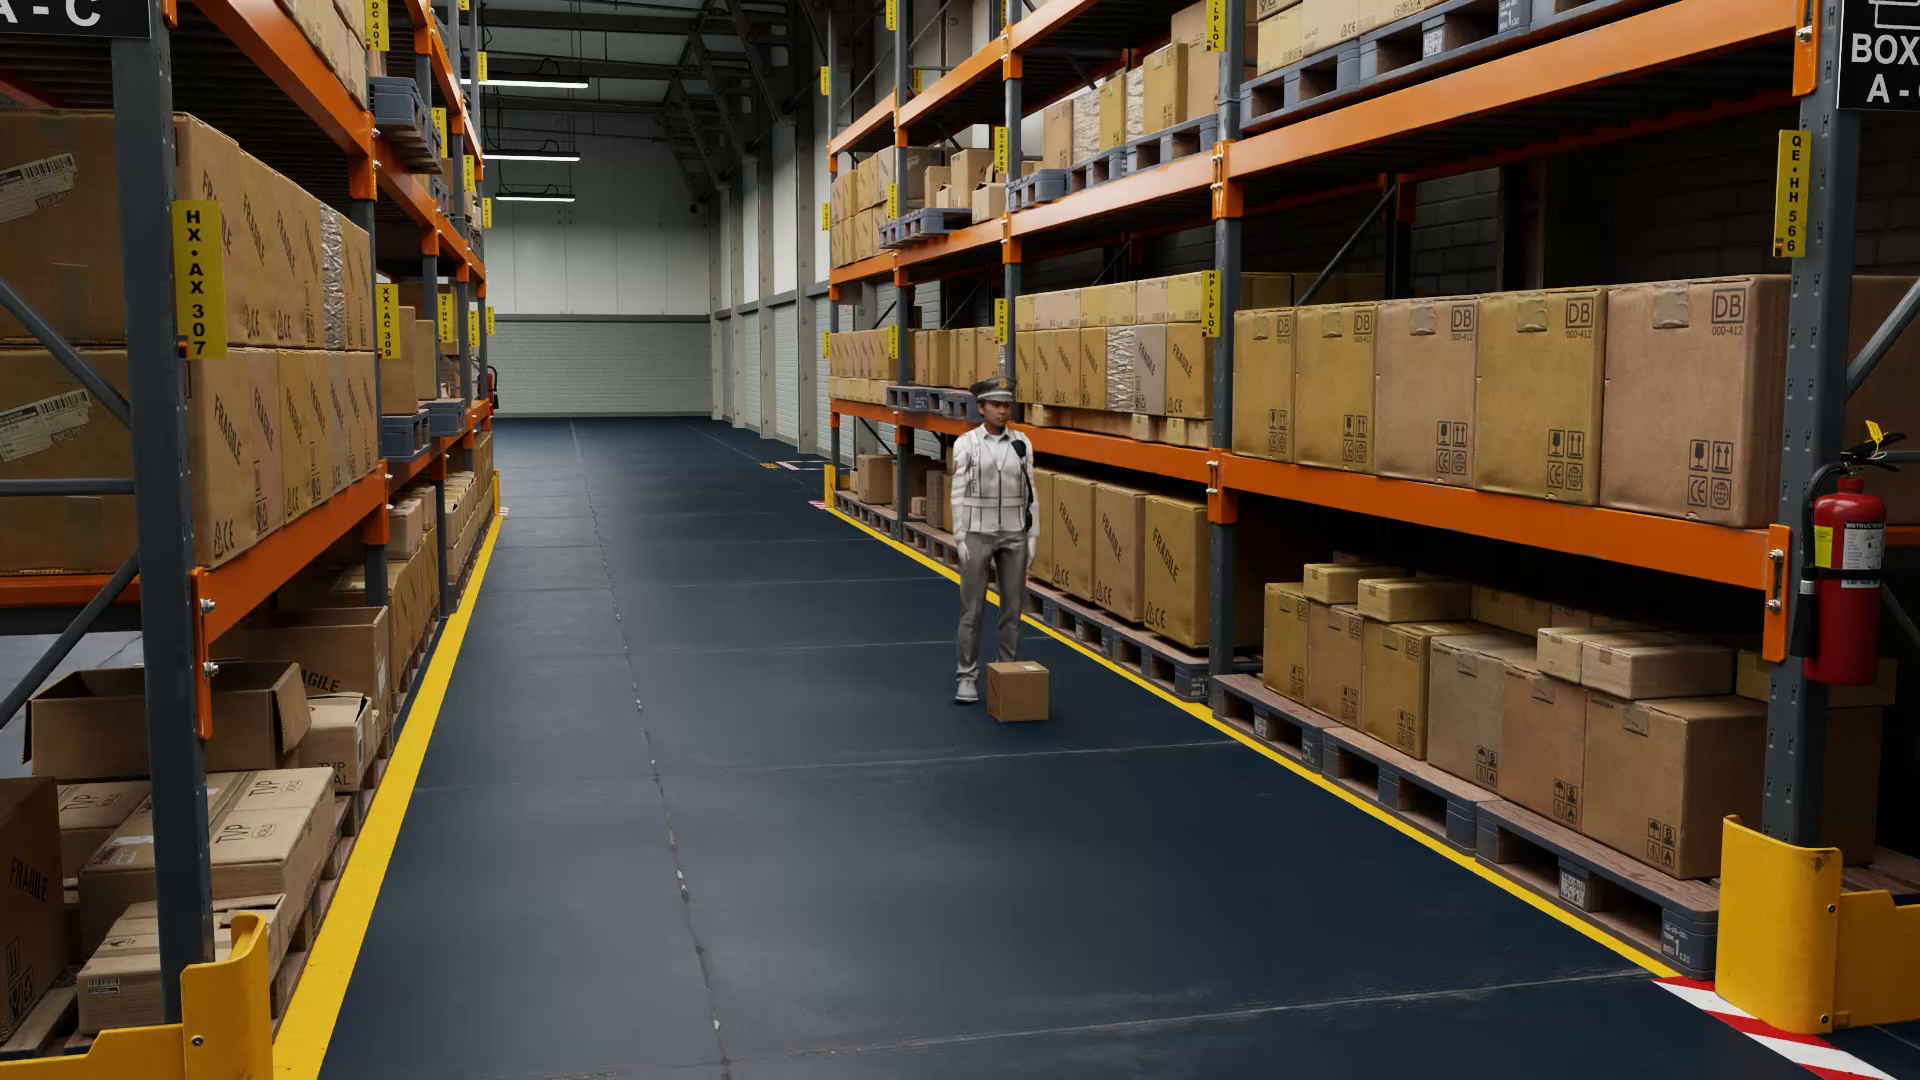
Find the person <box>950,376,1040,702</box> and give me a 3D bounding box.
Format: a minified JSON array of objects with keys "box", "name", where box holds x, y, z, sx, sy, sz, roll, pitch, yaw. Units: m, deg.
[{"box":[0.190,-0.008,8.665,0.475,1.684,0.340,-2,6,-14],"name":"person"}]
